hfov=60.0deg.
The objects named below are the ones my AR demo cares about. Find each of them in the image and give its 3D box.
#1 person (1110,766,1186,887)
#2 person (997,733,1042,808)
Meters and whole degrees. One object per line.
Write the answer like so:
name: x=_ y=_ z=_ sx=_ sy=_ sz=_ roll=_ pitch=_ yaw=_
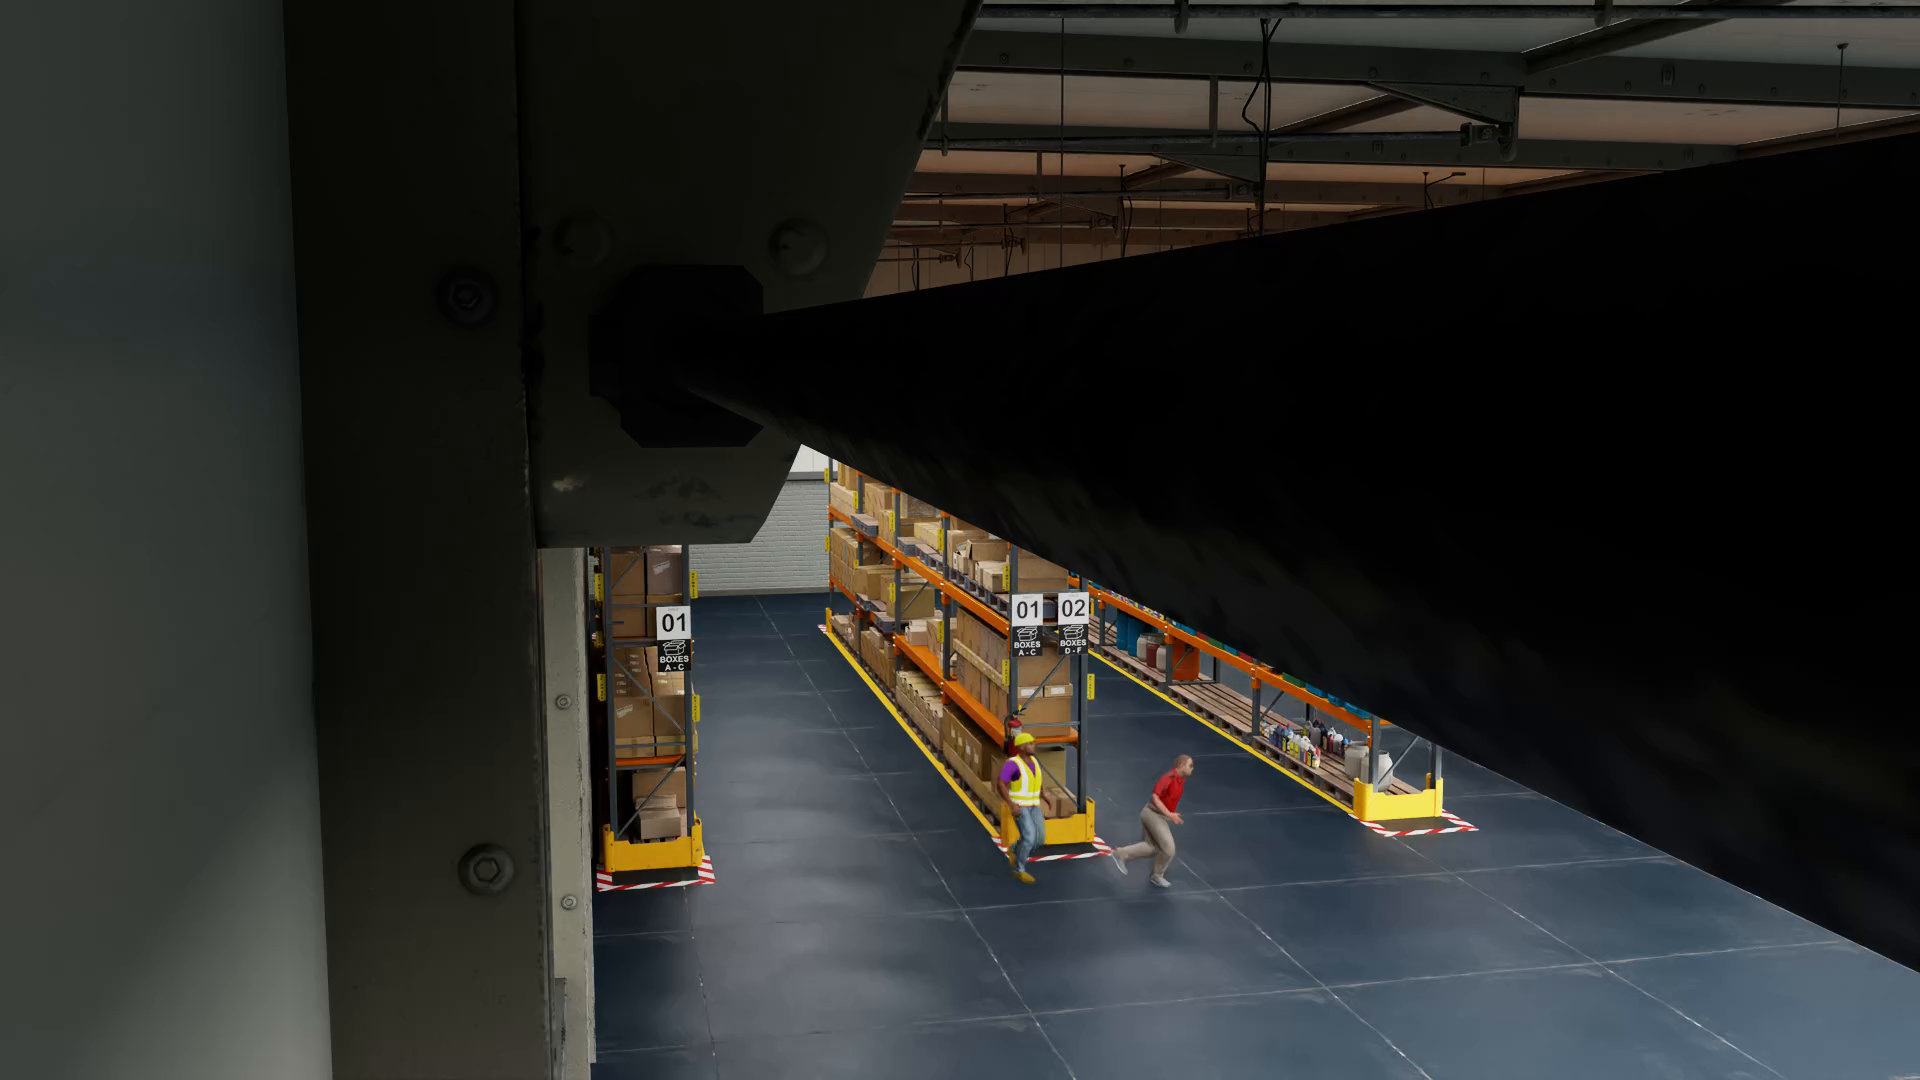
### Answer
person: x=2.201 y=3.343 z=19.495 sx=0.881 sy=1.471 sz=0.649 roll=3 pitch=7 yaw=21
person: x=0.757 y=2.751 z=19.726 sx=0.347 sy=0.909 sz=0.713 roll=6 pitch=9 yaw=42
